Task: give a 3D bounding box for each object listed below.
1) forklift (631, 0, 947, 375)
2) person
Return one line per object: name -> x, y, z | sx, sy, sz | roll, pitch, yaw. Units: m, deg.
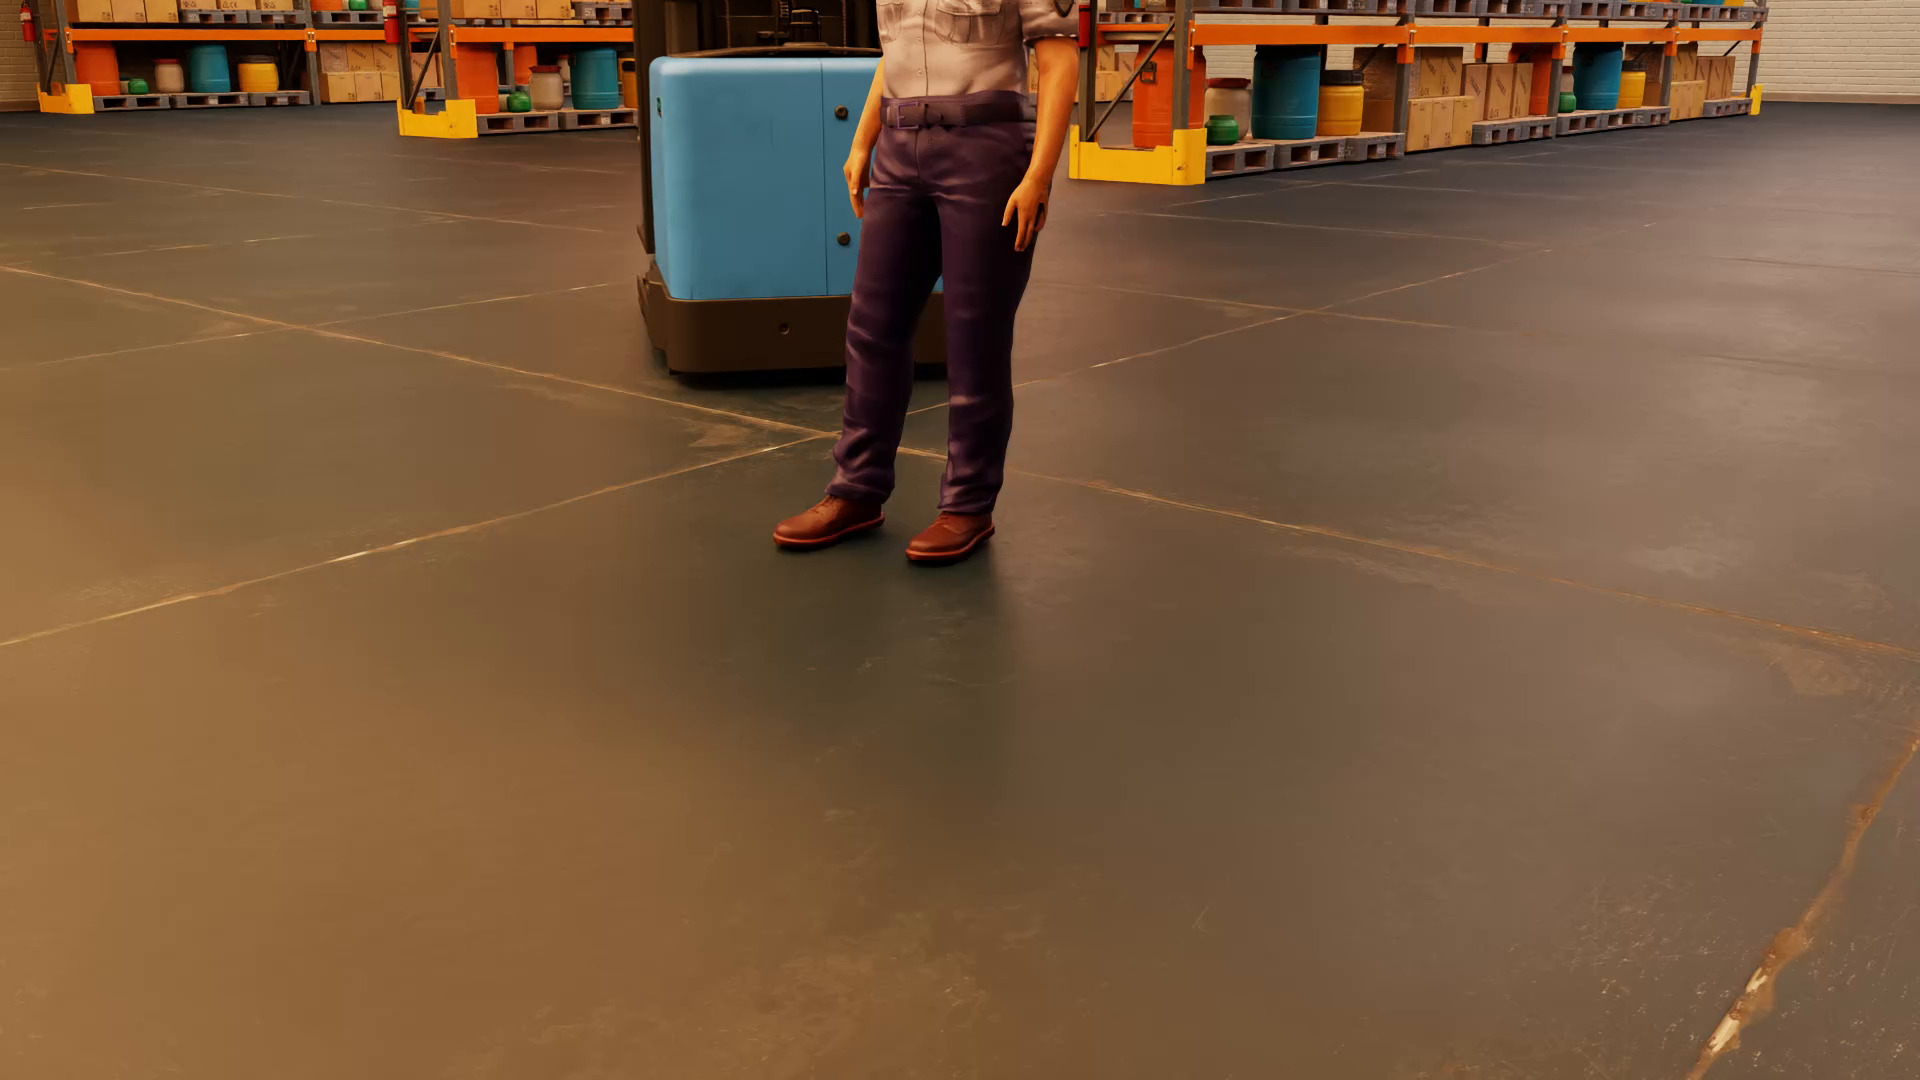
forklift -> -0.777, -2.344, 6.617 | 1.130, 2.935, 3.031 | -4, 17, -12
person -> -0.074, -0.780, 3.648 | 0.599, 1.650, 0.503 | 13, 21, 37
